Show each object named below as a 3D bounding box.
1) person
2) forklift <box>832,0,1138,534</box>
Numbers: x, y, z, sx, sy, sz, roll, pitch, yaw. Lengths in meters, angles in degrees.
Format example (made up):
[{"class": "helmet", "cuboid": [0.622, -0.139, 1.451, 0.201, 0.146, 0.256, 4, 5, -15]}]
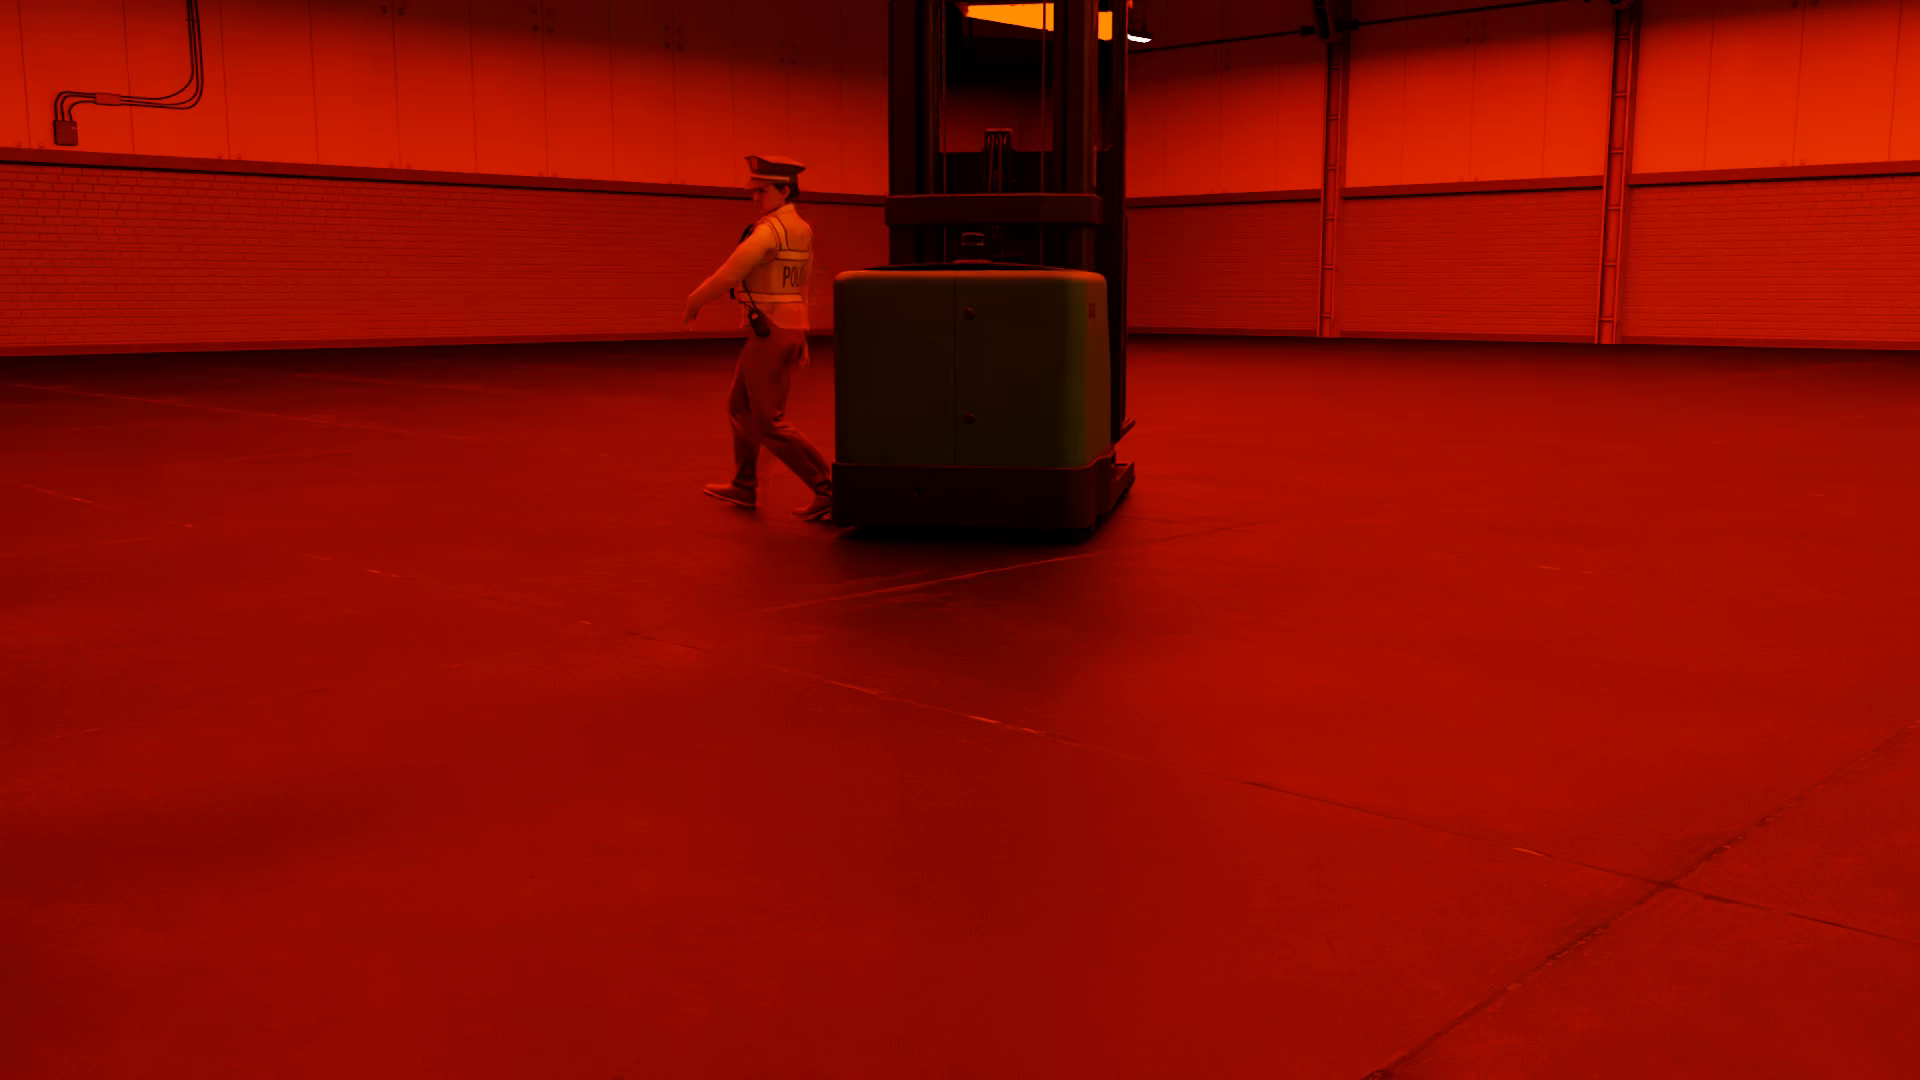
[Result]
[{"class": "person", "cuboid": [-0.845, -0.902, 7.465, 0.786, 1.580, 0.632, 1, 9, 8]}, {"class": "forklift", "cuboid": [0.260, -1.654, 7.856, 1.130, 2.935, 3.031, 2, 9, 11]}]
